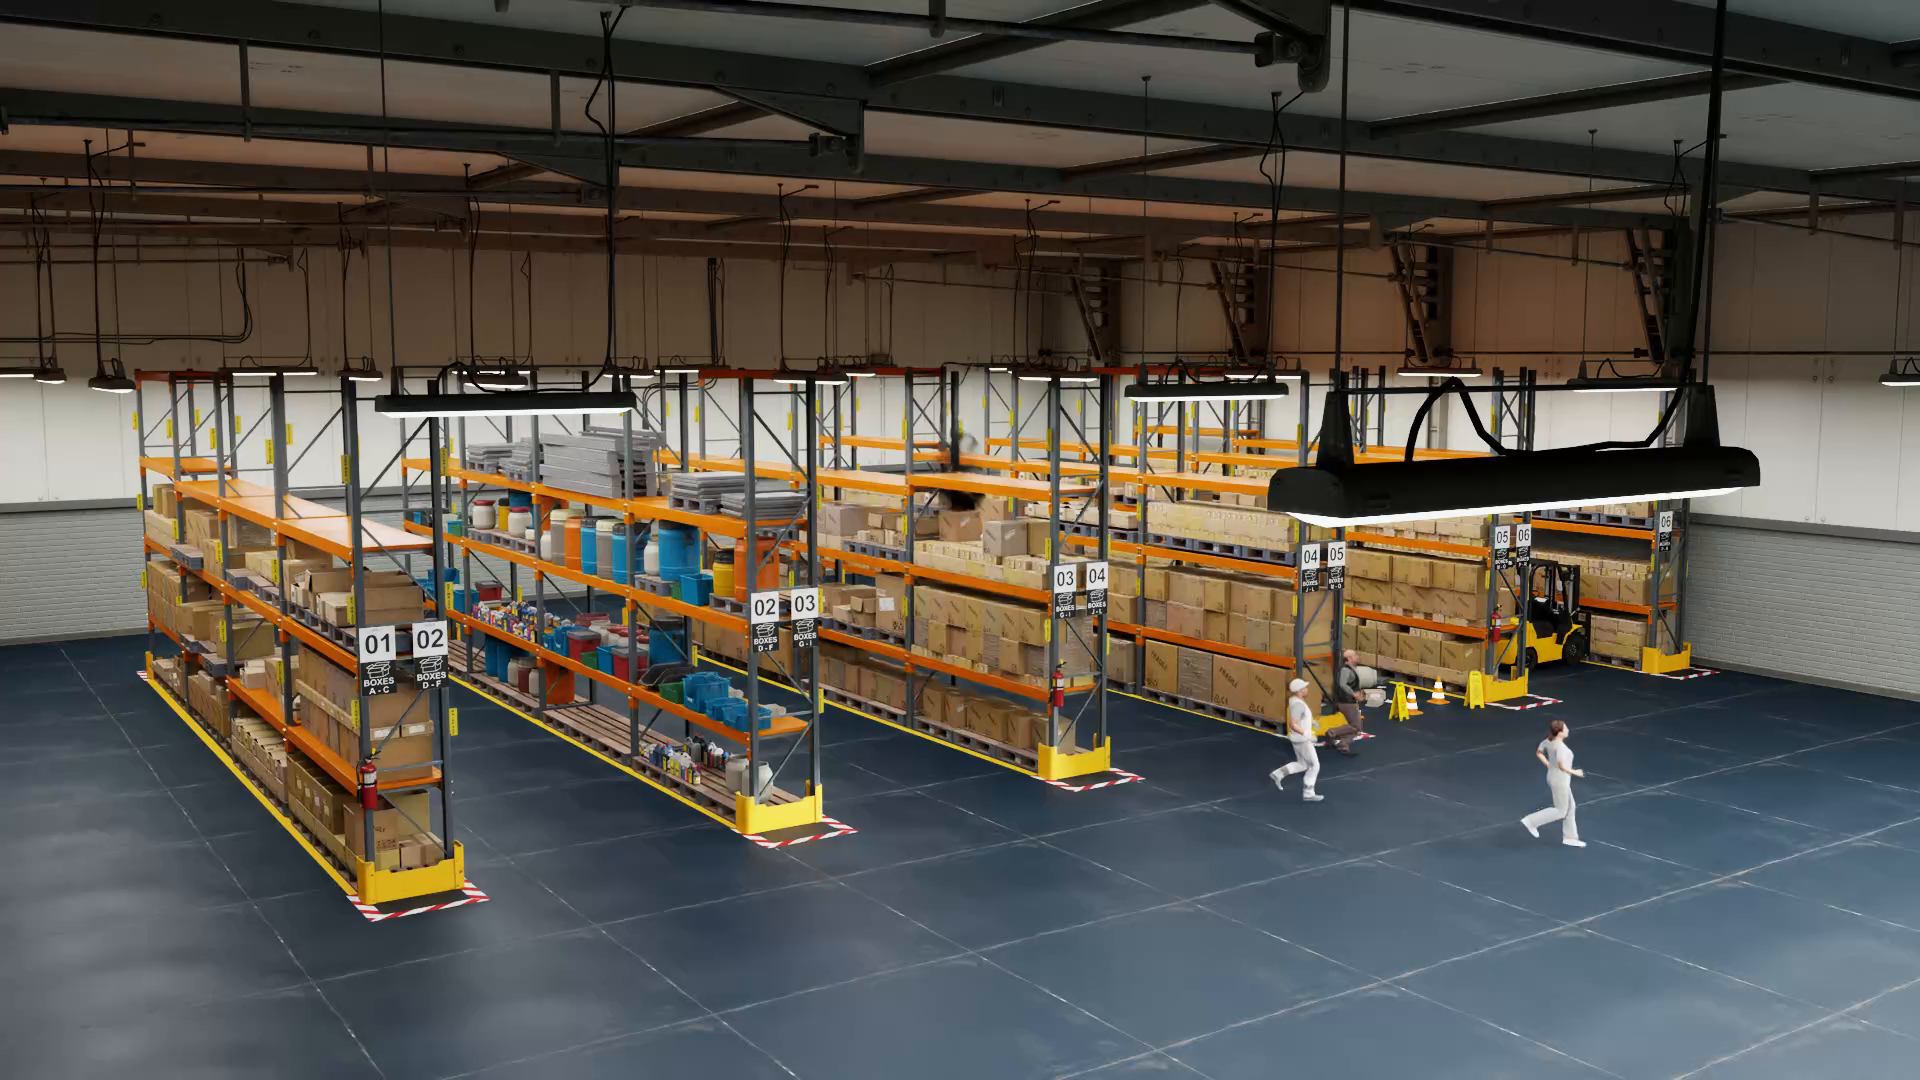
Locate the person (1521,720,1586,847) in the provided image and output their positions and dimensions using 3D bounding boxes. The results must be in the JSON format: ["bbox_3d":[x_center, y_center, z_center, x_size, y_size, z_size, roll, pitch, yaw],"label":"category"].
[{"bbox_3d":[7.626,3.122,21.318,0.866,1.664,0.576,0,6,-1],"label":"person"}]

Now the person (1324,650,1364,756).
[{"bbox_3d":[6.065,2.556,26.225,0.597,1.671,0.649,2,7,14],"label":"person"}]

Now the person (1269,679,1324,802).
[{"bbox_3d":[4.768,2.821,23.463,0.767,1.746,0.661,1,6,5],"label":"person"}]

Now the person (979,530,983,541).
[{"bbox_3d":[0.535,0.420,44.872,0.794,1.703,0.878,-3,7,-23],"label":"person"}]
